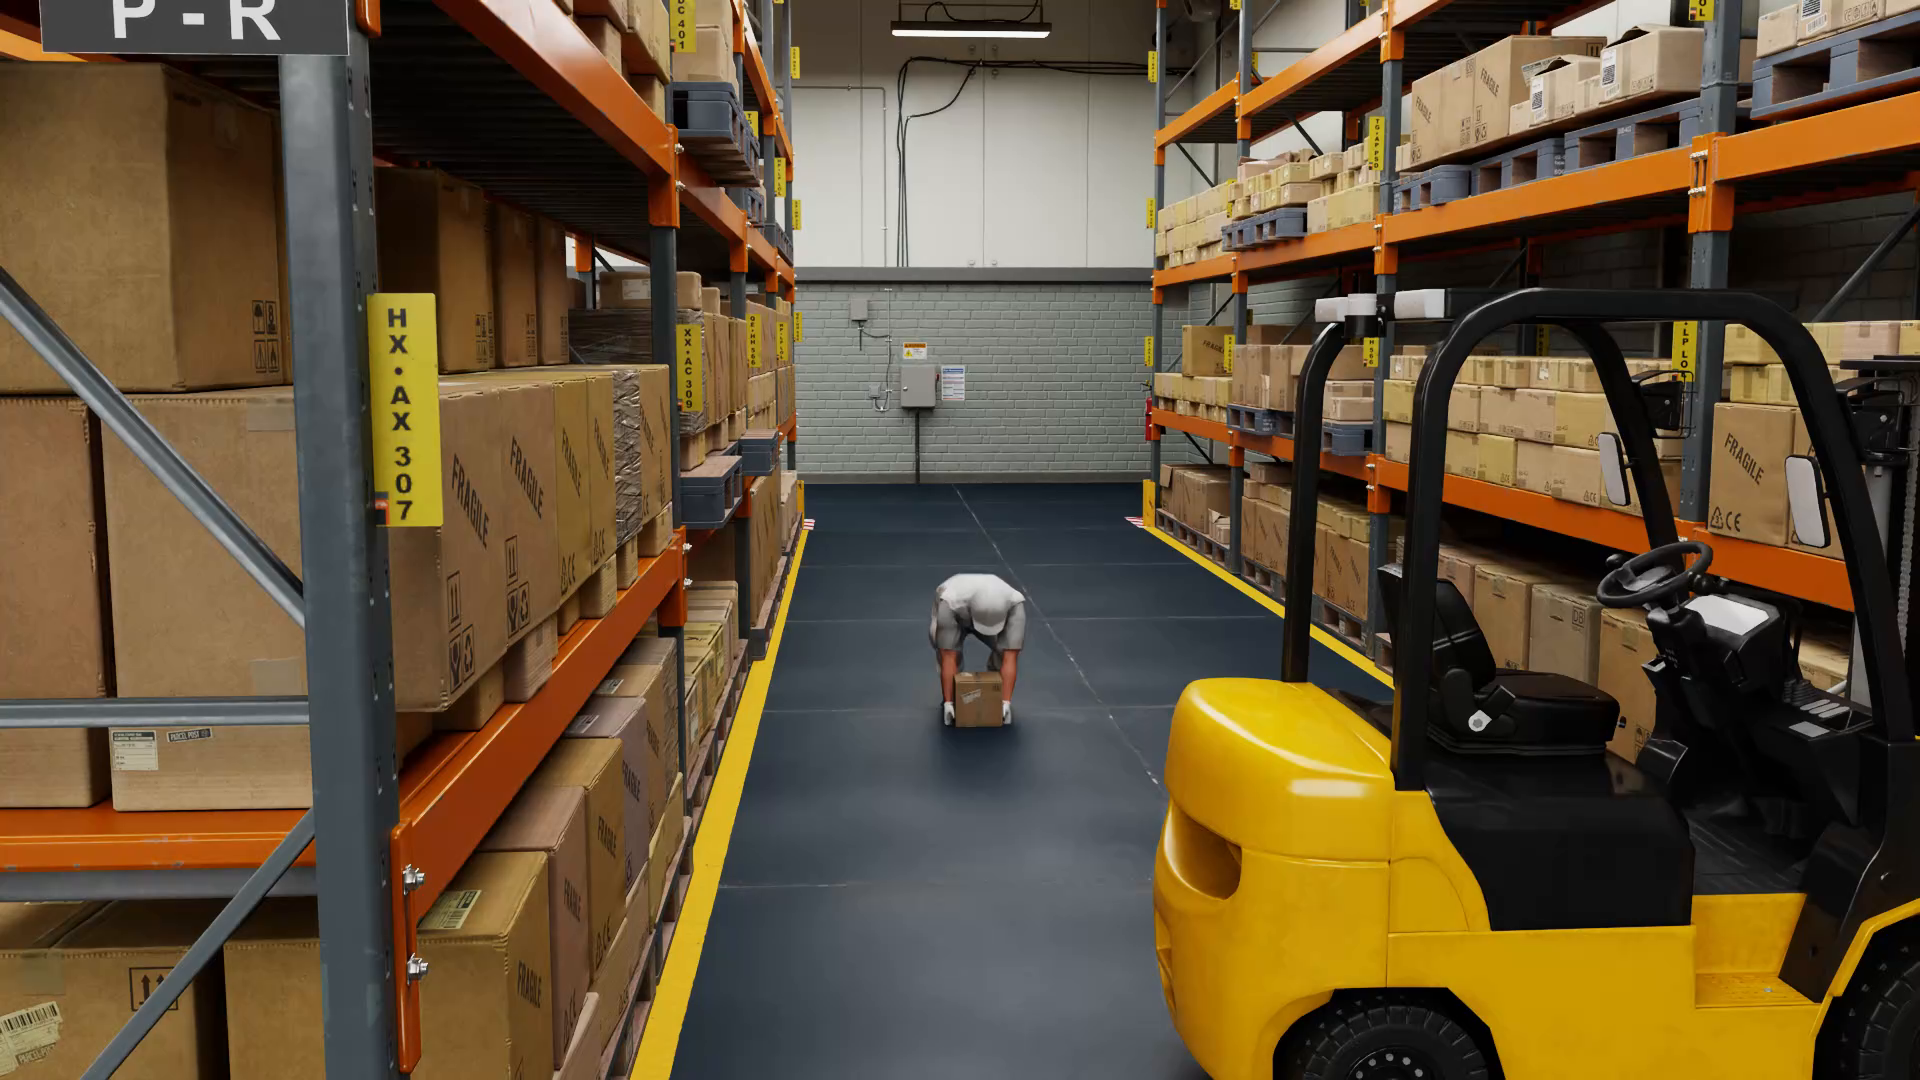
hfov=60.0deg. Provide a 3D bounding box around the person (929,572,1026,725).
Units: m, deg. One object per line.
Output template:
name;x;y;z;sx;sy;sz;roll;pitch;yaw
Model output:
person;0.090;0.578;9.192;0.518;0.797;0.954;-1;7;-5
